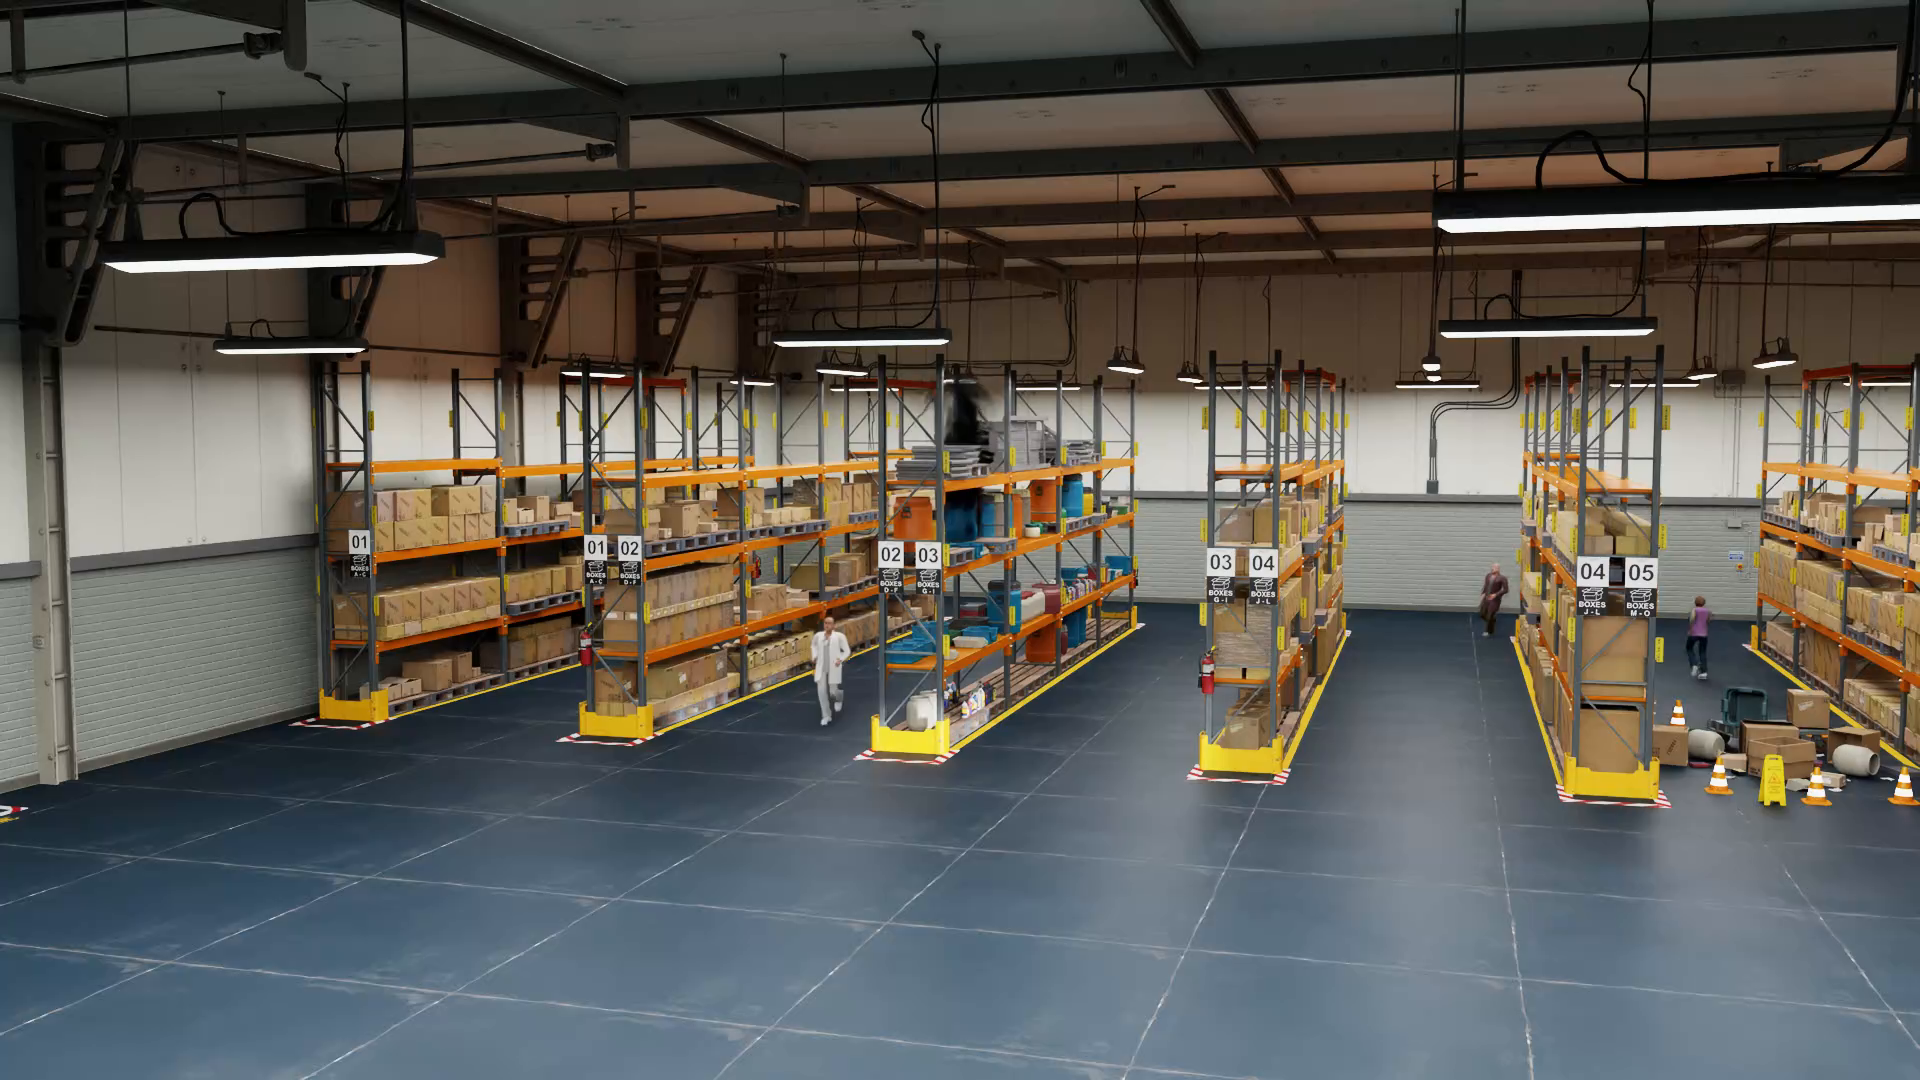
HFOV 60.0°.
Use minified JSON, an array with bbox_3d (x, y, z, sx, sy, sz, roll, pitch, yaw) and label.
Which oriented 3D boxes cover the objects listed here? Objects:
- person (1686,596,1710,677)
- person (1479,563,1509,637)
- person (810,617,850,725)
[{"bbox_3d":[14.419,1.881,32.503,0.504,1.585,0.732,0,4,2],"label":"person"},{"bbox_3d":[12.425,1.395,38.605,0.617,1.730,0.714,-3,5,-35],"label":"person"},{"bbox_3d":[-2.183,2.158,27.744,0.711,1.765,0.880,1,4,11],"label":"person"}]
